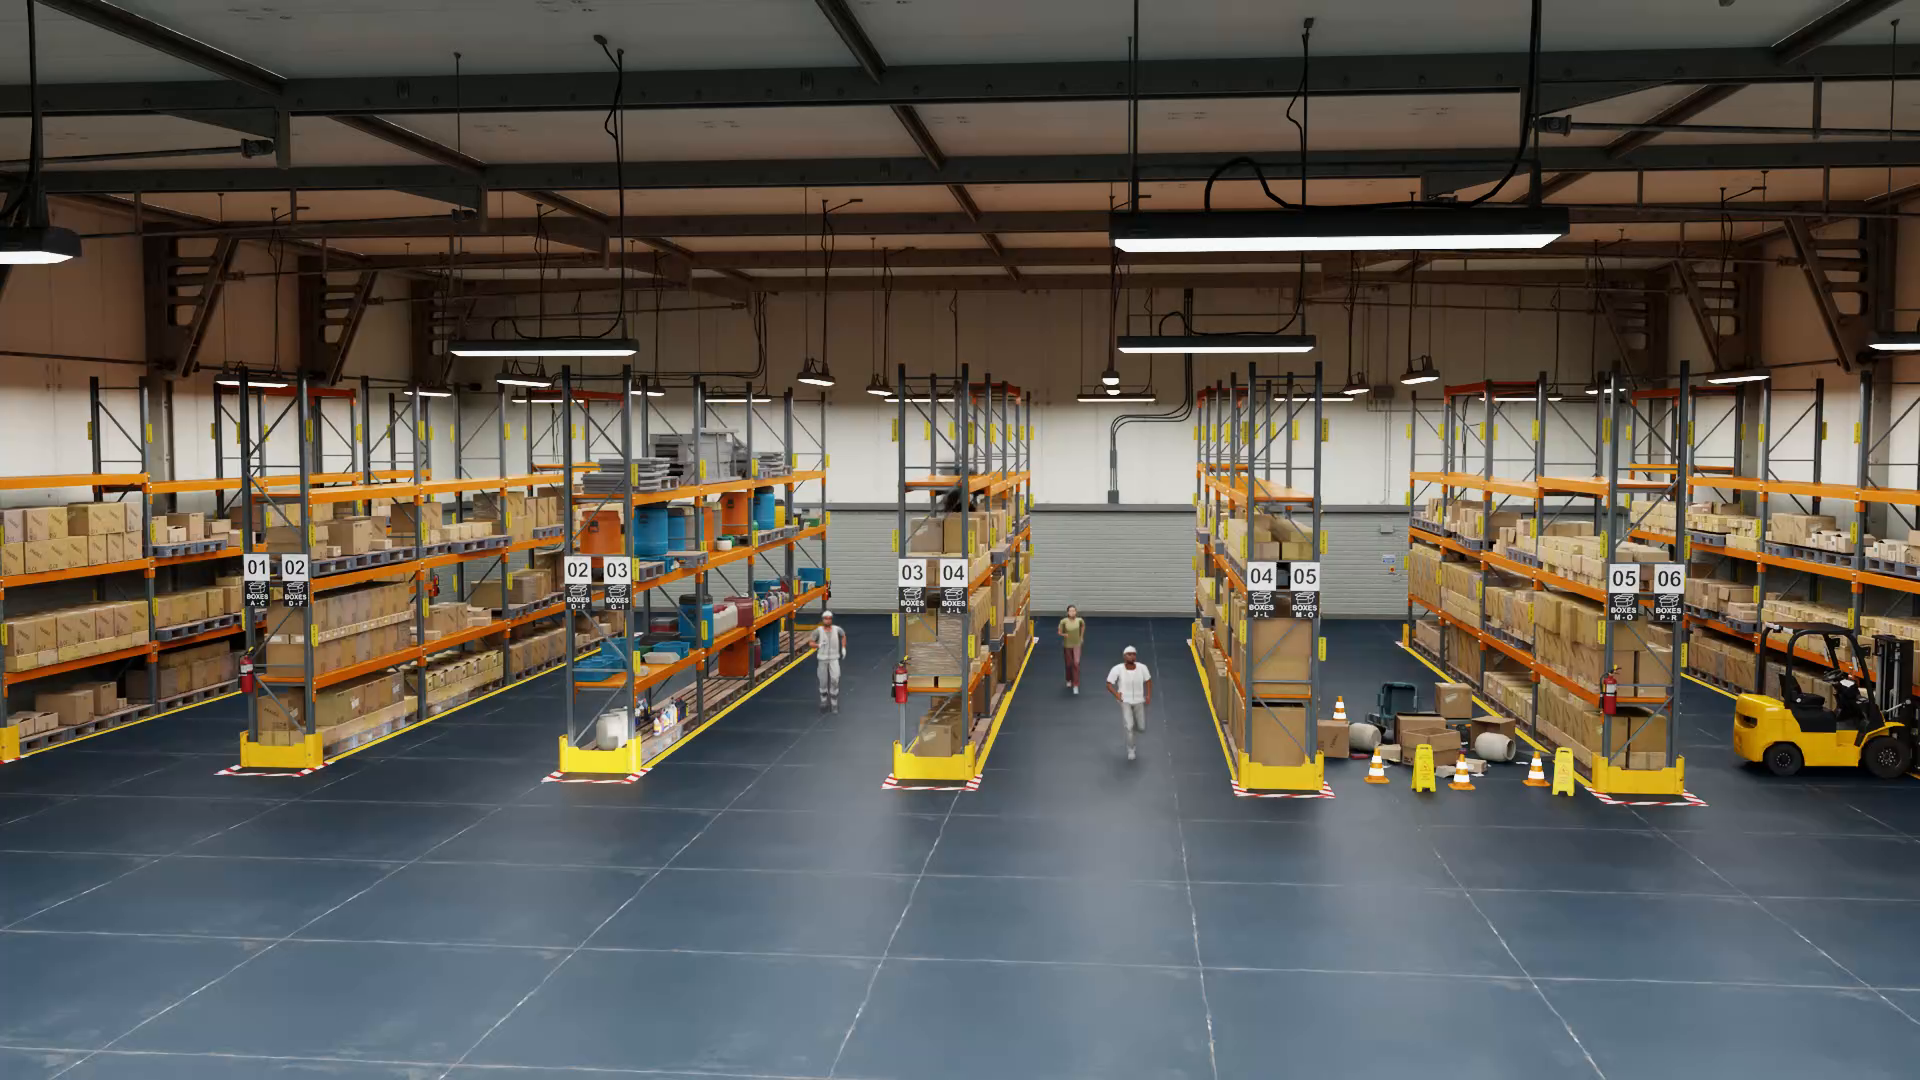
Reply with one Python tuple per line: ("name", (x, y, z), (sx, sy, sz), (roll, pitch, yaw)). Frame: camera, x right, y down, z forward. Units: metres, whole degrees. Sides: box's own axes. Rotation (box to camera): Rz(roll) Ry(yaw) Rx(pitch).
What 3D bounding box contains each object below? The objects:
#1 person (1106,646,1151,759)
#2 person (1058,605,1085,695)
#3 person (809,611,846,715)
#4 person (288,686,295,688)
("person", (2.628, 2.499, 25.778), (0.731, 1.719, 0.659), (-1, 4, -11))
("person", (2.157, 2.091, 32.245), (0.529, 1.696, 0.887), (0, 4, 5))
("person", (-2.375, 2.189, 29.836), (0.681, 1.853, 0.795), (-1, 4, -8))
("person", (-11.881, 2.212, 29.713), (0.685, 1.826, 0.776), (0, 4, -5))
